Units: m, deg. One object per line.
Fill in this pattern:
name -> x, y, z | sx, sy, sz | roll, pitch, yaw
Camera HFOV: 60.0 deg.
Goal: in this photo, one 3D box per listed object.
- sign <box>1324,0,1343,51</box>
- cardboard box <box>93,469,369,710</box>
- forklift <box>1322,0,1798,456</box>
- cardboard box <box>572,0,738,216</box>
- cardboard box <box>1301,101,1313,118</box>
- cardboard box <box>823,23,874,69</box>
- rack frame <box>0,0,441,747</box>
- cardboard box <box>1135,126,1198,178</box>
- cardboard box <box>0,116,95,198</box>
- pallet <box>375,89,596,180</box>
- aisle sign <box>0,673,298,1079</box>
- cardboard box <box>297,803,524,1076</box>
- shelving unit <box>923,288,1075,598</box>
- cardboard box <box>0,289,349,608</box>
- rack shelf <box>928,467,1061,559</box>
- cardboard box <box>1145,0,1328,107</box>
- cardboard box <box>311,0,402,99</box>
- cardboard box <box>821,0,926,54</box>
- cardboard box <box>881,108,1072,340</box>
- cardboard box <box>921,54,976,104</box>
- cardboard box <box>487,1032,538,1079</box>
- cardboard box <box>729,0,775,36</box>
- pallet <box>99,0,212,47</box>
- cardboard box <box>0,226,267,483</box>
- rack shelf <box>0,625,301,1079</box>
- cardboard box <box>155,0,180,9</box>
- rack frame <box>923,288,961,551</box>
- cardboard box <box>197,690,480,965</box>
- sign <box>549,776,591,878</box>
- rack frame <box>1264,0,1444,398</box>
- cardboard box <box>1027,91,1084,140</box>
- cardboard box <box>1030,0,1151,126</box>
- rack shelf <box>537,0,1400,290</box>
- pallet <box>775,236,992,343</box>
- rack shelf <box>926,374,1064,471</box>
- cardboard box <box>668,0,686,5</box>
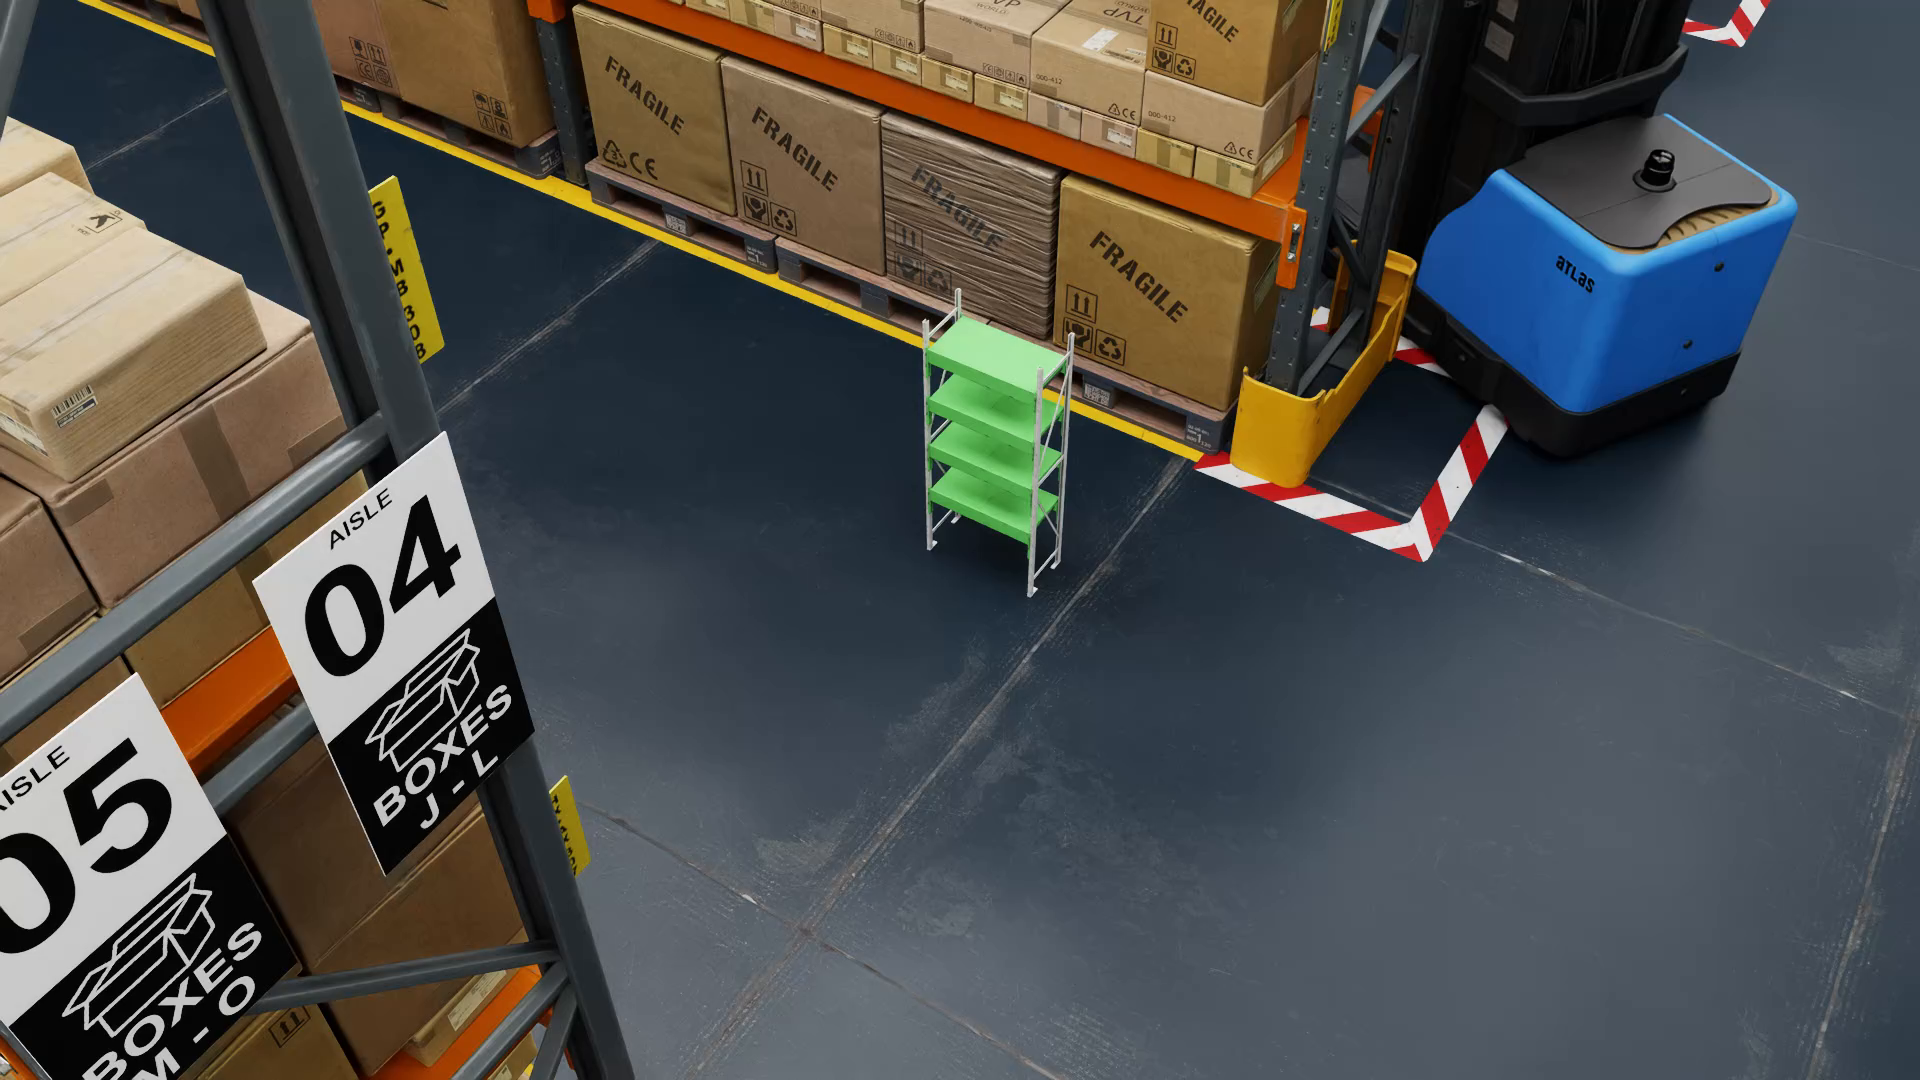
sign -> 1.296, -1.842, 5.698 | 0.005, 0.325, 0.100 | 25, 51, 22
cardboard box -> -1.402, -0.045, 2.937 | 0.500, 0.250, 0.500 | 26, 51, 23
forklift -> 2.346, -2.443, 7.302 | 1.130, 2.935, 3.031 | -21, 49, -19
cardboard box -> -1.254, -2.329, 8.332 | 0.875, 0.875, 0.875 | 25, 51, 22
cardboard box -> 1.480, -1.928, 6.929 | 0.250, 0.149, 0.380 | 25, 51, 23
cardboard box -> -0.384, -2.222, 7.214 | 0.250, 0.149, 0.380 | 23, 50, 21
rack frame -> -1.162, -0.814, 1.488 | 0.127, 3.000, 1.000 | 25, 51, 22
cardboard box -> 0.903, -1.630, 6.639 | 0.250, 0.149, 0.380 | 25, 51, 22
cardboard box -> -1.706, -0.551, 2.802 | 0.250, 0.149, 0.380 | 25, 51, 22
pallet -> -2.457, -2.509, 9.262 | 1.213, 0.211, 1.003 | 25, 51, 22
aisle sign -> -1.263, 0.580, 2.504 | 0.004, 0.787, 0.394 | 25, 51, 22
cardboard box -> -1.391, 0.798, 3.828 | 0.500, 0.500, 0.500 | 27, 52, 24
shelving unit -> 0.139, -0.354, 6.479 | 0.503, 1.200, 0.258 | 25, 51, 22
cardboard box -> -1.400, -0.221, 2.760 | 0.500, 0.250, 0.500 | 25, 51, 23
rack shelf -> 0.139, -0.142, 6.697 | 0.480, 0.148, 0.258 | 25, 51, 22
cardboard box -> 1.048, -2.021, 6.219 | 0.500, 0.500, 0.500 | 25, 51, 23
cardboard box -> -3.069, -3.214, 9.192 | 0.875, 0.875, 1.225 | 23, 50, 21
cardboard box -> -0.247, -2.350, 7.061 | 0.500, 0.250, 0.500 | 25, 51, 22
cardboard box -> 0.253, -1.636, 7.659 | 0.875, 0.875, 0.875 | 25, 51, 22
cardboard box -> 0.044, -2.025, 7.023 | 0.250, 0.149, 0.380 | 25, 51, 22
cardboard box -> -1.420, 1.508, 4.695 | 0.250, 0.149, 0.380 | 23, 50, 20
cardboard box -> -0.816, -2.421, 7.408 | 0.250, 0.149, 0.380 | 24, 50, 22
pallet -> -4.511, -3.453, 10.180 | 1.213, 0.211, 1.003 | 25, 51, 22
cardboard box -> -1.312, -0.293, 2.551 | 0.250, 0.149, 0.380 | 24, 51, 22
rack shelf -> -2.846, -0.292, 3.574 | 4.000, 0.370, 1.077 | 25, 51, 22
cardboard box -> -4.564, -3.902, 9.861 | 0.875, 0.875, 1.225 | 22, 50, 20
rack frame -> -0.066, -0.449, 6.571 | 0.015, 1.200, 0.240 | 25, 51, 22
cardboard box -> -1.397, 0.456, 3.463 | 0.500, 0.500, 0.500 | 24, 51, 22
sign -> -0.870, 0.647, 3.648 | 0.005, 0.325, 0.100 | 25, 51, 22
rack frame -> 1.600, -1.678, 6.511 | 0.127, 3.000, 1.000 | 25, 51, 22
cardboard box -> 0.482, -1.825, 6.829 | 0.250, 0.149, 0.380 | 26, 51, 23
cardboard box -> 0.623, -1.954, 6.676 | 0.500, 0.250, 0.500 | 24, 50, 21
rack shelf -> -0.083, -2.202, 7.522 | 4.000, 0.370, 1.077 | 25, 51, 22
pallet -> -0.138, -1.442, 8.226 | 1.213, 0.211, 1.003 | 25, 51, 22
rack shelf -> 0.139, -0.477, 6.353 | 0.480, 0.148, 0.258 | 25, 51, 22
cardboard box -> -1.254, -2.621, 7.602 | 0.250, 0.149, 0.380 | 26, 51, 23
